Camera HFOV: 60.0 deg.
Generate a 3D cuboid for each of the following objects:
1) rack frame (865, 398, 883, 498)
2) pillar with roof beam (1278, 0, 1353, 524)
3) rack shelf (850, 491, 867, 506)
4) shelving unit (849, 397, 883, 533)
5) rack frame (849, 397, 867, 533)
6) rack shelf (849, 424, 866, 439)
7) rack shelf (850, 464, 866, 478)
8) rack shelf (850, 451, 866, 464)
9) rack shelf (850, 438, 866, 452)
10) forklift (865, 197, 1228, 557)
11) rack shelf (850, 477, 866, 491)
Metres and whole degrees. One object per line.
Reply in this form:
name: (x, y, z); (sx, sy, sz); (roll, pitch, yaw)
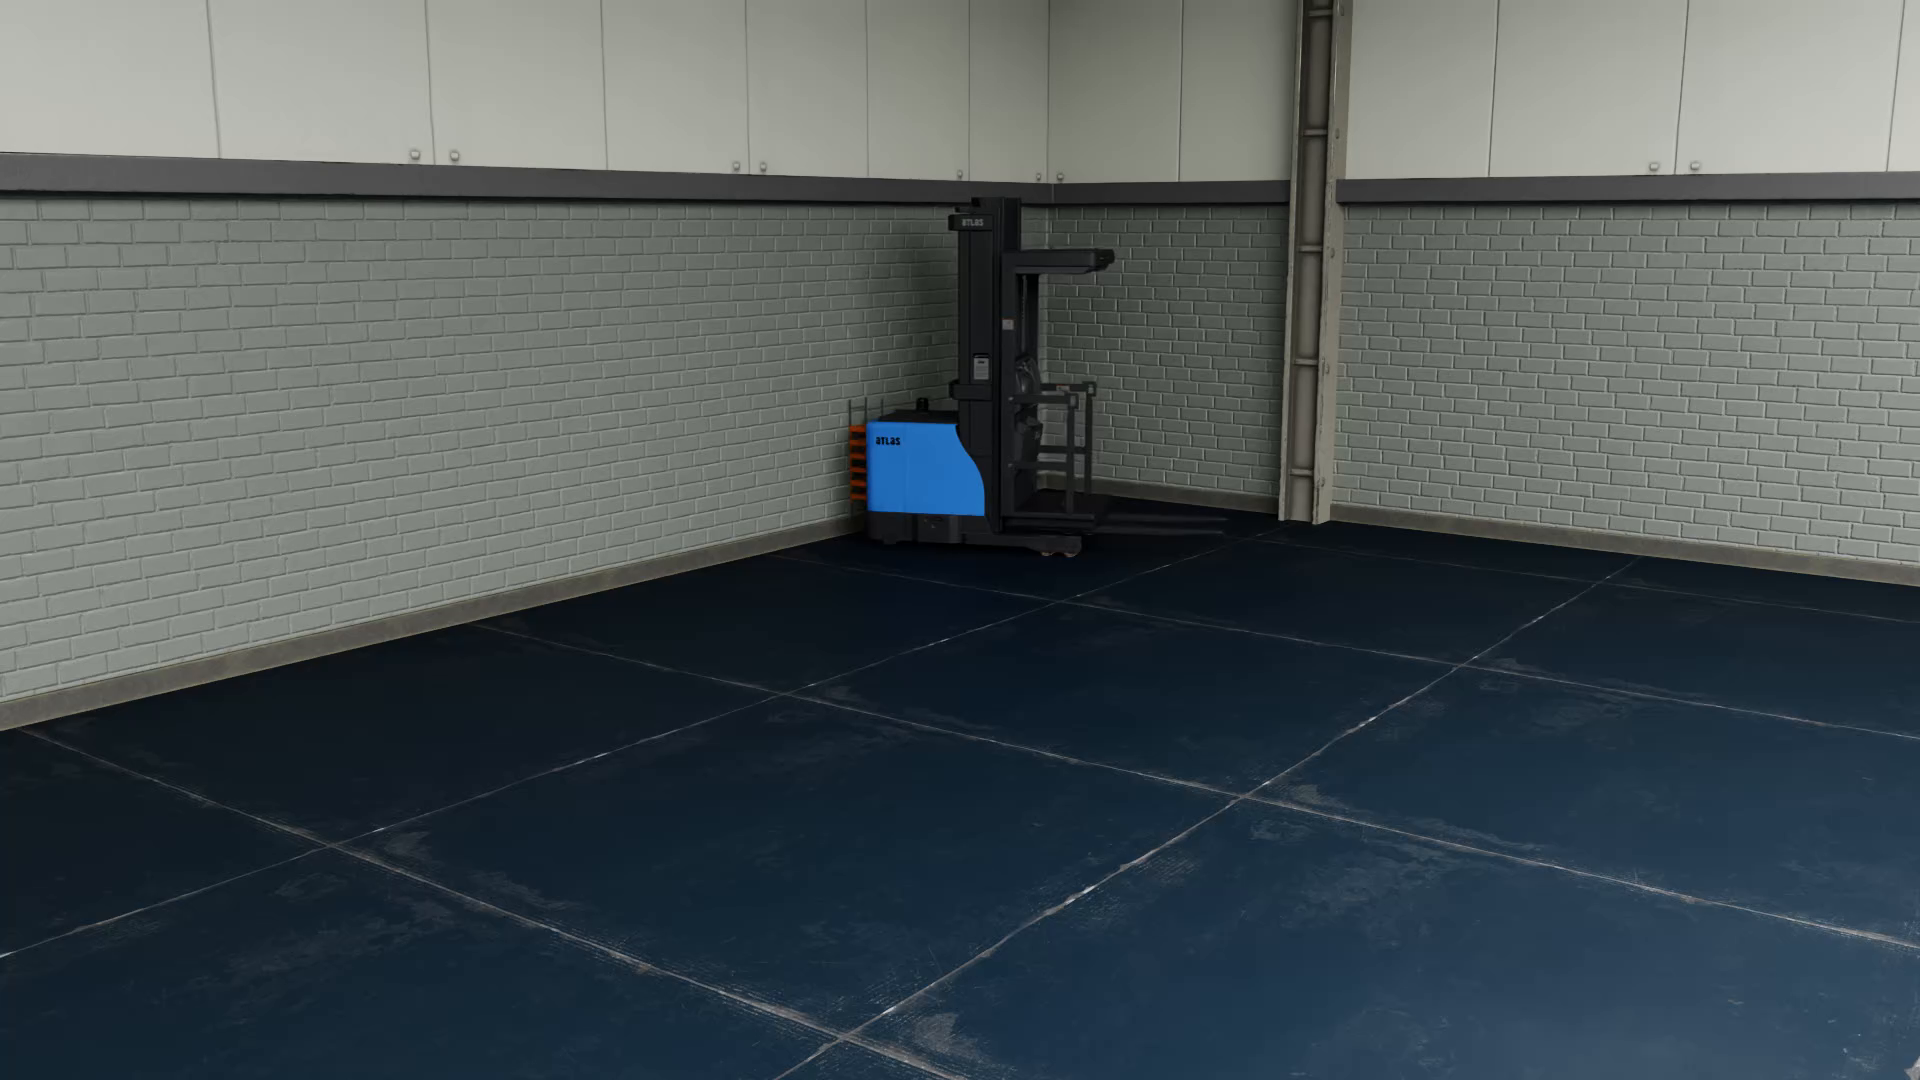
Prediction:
rack frame: (-0.753, -0.646, 14.708); (0.006, 1.200, 0.240); (8, 14, 36)
pillar with roof beam: (0.663, -3.948, 11.243); (0.400, 9.000, 9.100); (8, 13, 36)
rack shelf: (-0.826, -0.377, 14.815); (0.180, 0.103, 0.258); (8, 14, 36)
shelving unit: (-0.826, -0.656, 14.761); (0.189, 1.200, 0.258); (8, 14, 36)
rack frame: (-0.900, -0.666, 14.814); (0.006, 1.200, 0.240); (8, 14, 36)
rack shelf: (-0.827, -0.966, 14.701); (0.180, 0.103, 0.258); (8, 14, 36)
rack shelf: (-0.826, -0.612, 14.769); (0.180, 0.103, 0.258); (8, 14, 36)
rack shelf: (-0.826, -0.730, 14.747); (0.180, 0.103, 0.258); (8, 14, 36)
rack shelf: (-0.826, -0.848, 14.724); (0.180, 0.103, 0.258); (8, 14, 36)
forklift: (0.761, -1.409, 14.097); (3.031, 2.935, 1.130); (2, 11, 13)
rack shelf: (-0.826, -0.495, 14.792); (0.180, 0.103, 0.258); (8, 14, 36)
